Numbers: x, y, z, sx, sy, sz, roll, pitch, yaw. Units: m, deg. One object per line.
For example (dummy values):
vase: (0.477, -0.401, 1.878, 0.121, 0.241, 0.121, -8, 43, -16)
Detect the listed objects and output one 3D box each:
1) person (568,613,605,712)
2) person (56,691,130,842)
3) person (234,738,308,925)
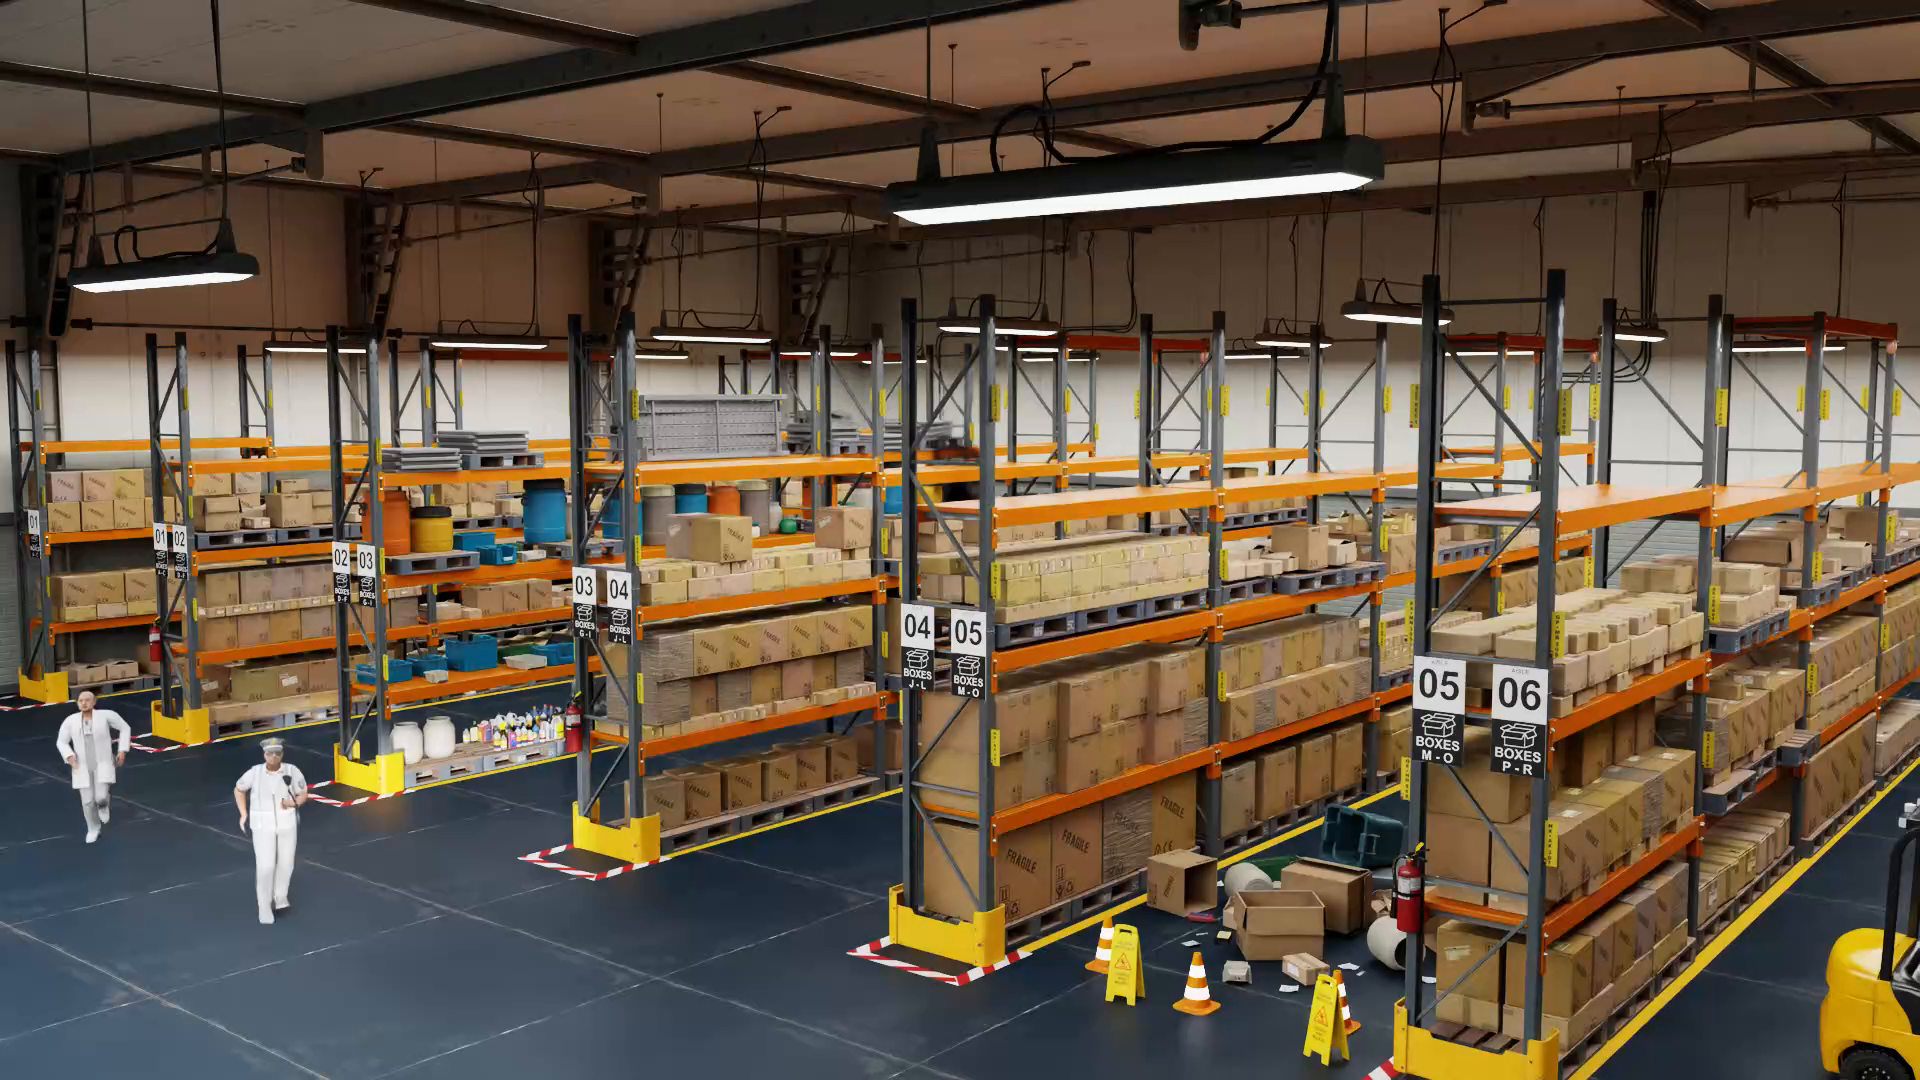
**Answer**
person: (-5.948, 1.965, 26.243, 0.518, 1.696, 0.887, 4, 7, 40)
person: (-9.951, 2.600, 19.094, 0.740, 1.733, 0.683, -2, 5, -18)
person: (-6.699, 2.833, 16.253, 0.633, 1.834, 0.735, -3, 6, -31)
